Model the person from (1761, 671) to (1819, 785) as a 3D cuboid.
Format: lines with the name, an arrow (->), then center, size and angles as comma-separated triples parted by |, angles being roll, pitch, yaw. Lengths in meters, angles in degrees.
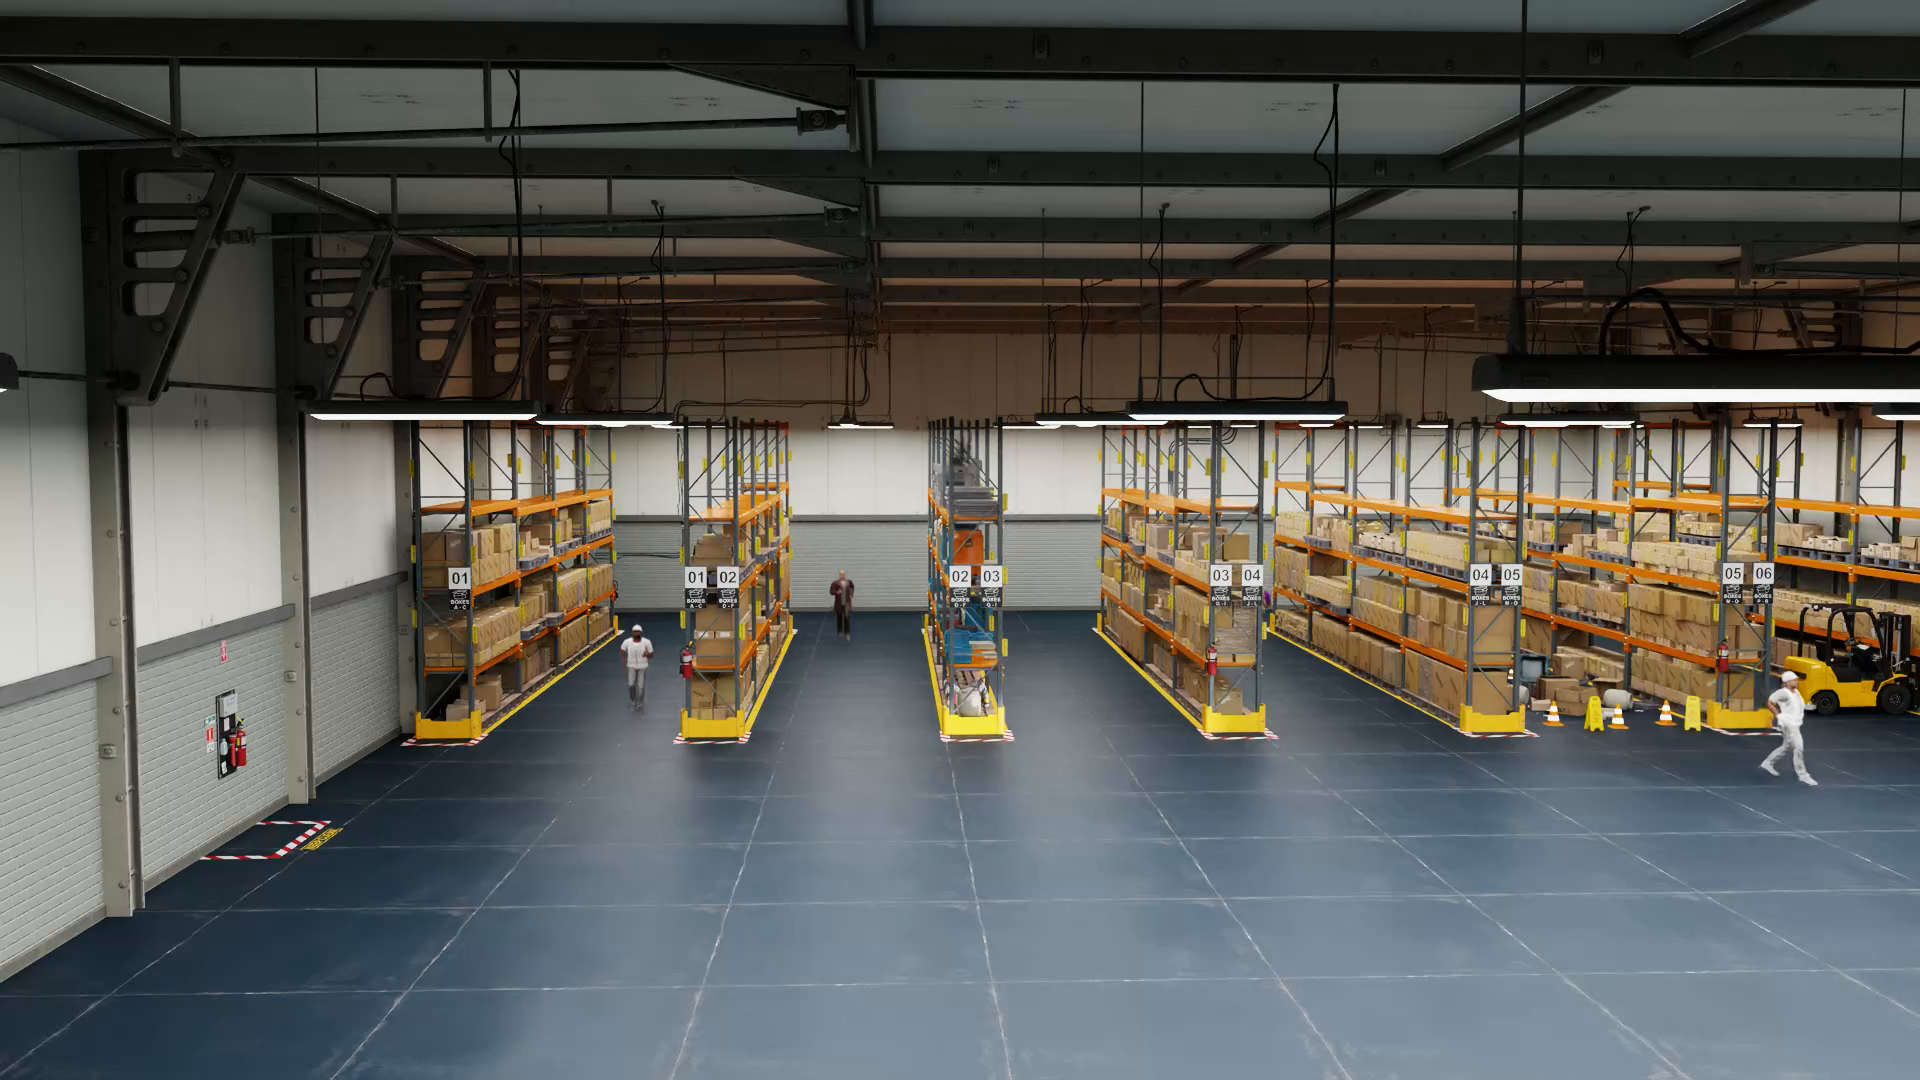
person -> 13.525, 3.031, 27.060 | 0.918, 1.790, 0.678 | 3, 5, 43

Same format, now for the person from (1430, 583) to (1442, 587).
person -> 14.170, 1.659, 49.367 | 0.573, 1.692, 0.707 | 1, 4, 18

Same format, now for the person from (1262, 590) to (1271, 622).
person -> 7.951, 1.967, 44.319 | 0.652, 1.793, 1.114 | 0, 4, -6

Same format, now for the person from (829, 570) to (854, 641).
person -> -3.106, 1.713, 43.932 | 0.698, 1.840, 0.894 | -1, 4, -11

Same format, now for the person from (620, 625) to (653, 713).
person -> -6.595, 2.636, 33.937 | 0.675, 1.805, 0.689 | -1, 4, -9
